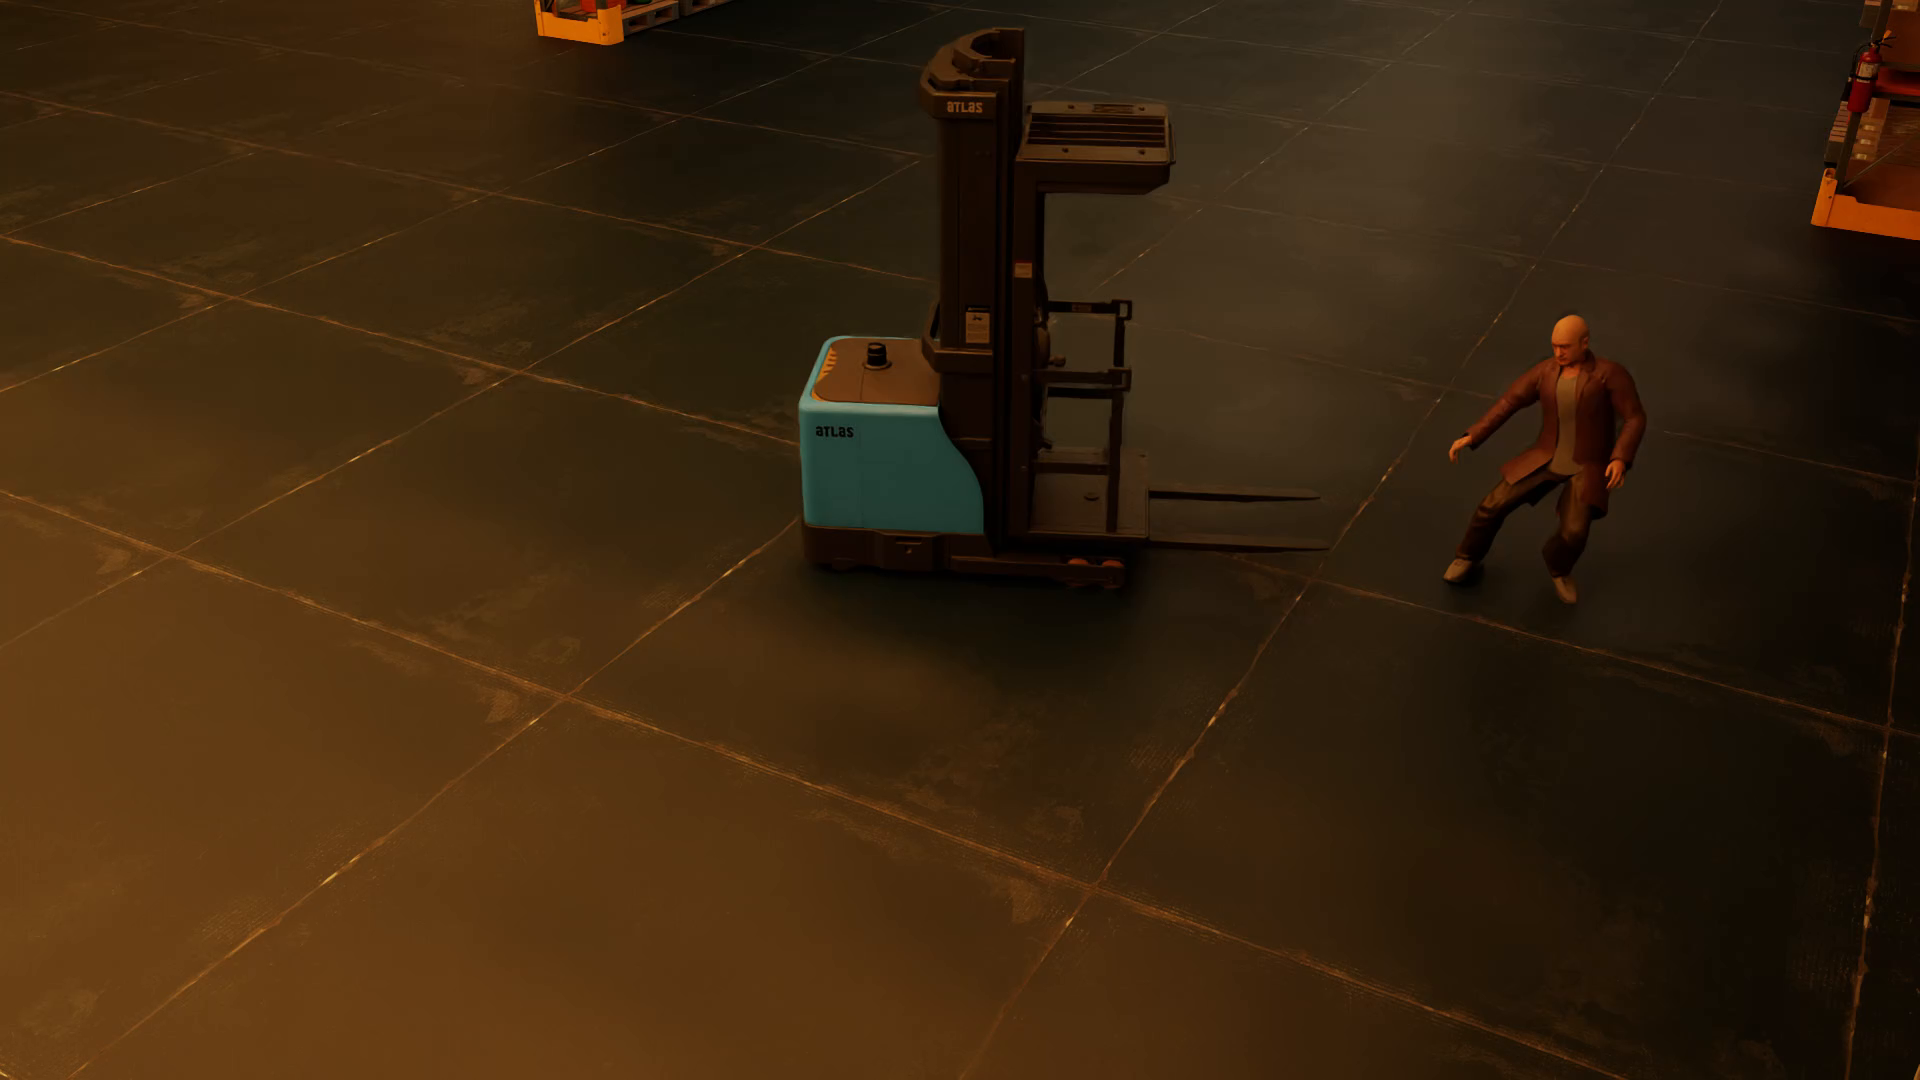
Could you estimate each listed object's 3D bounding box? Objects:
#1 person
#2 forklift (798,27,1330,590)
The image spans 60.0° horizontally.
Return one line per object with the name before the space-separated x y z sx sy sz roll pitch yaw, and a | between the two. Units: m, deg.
person | 3.223 -0.410 9.100 0.910 1.610 0.646 26 39 37
forklift | 0.634 -1.266 9.264 3.031 2.935 1.130 3 30 5
